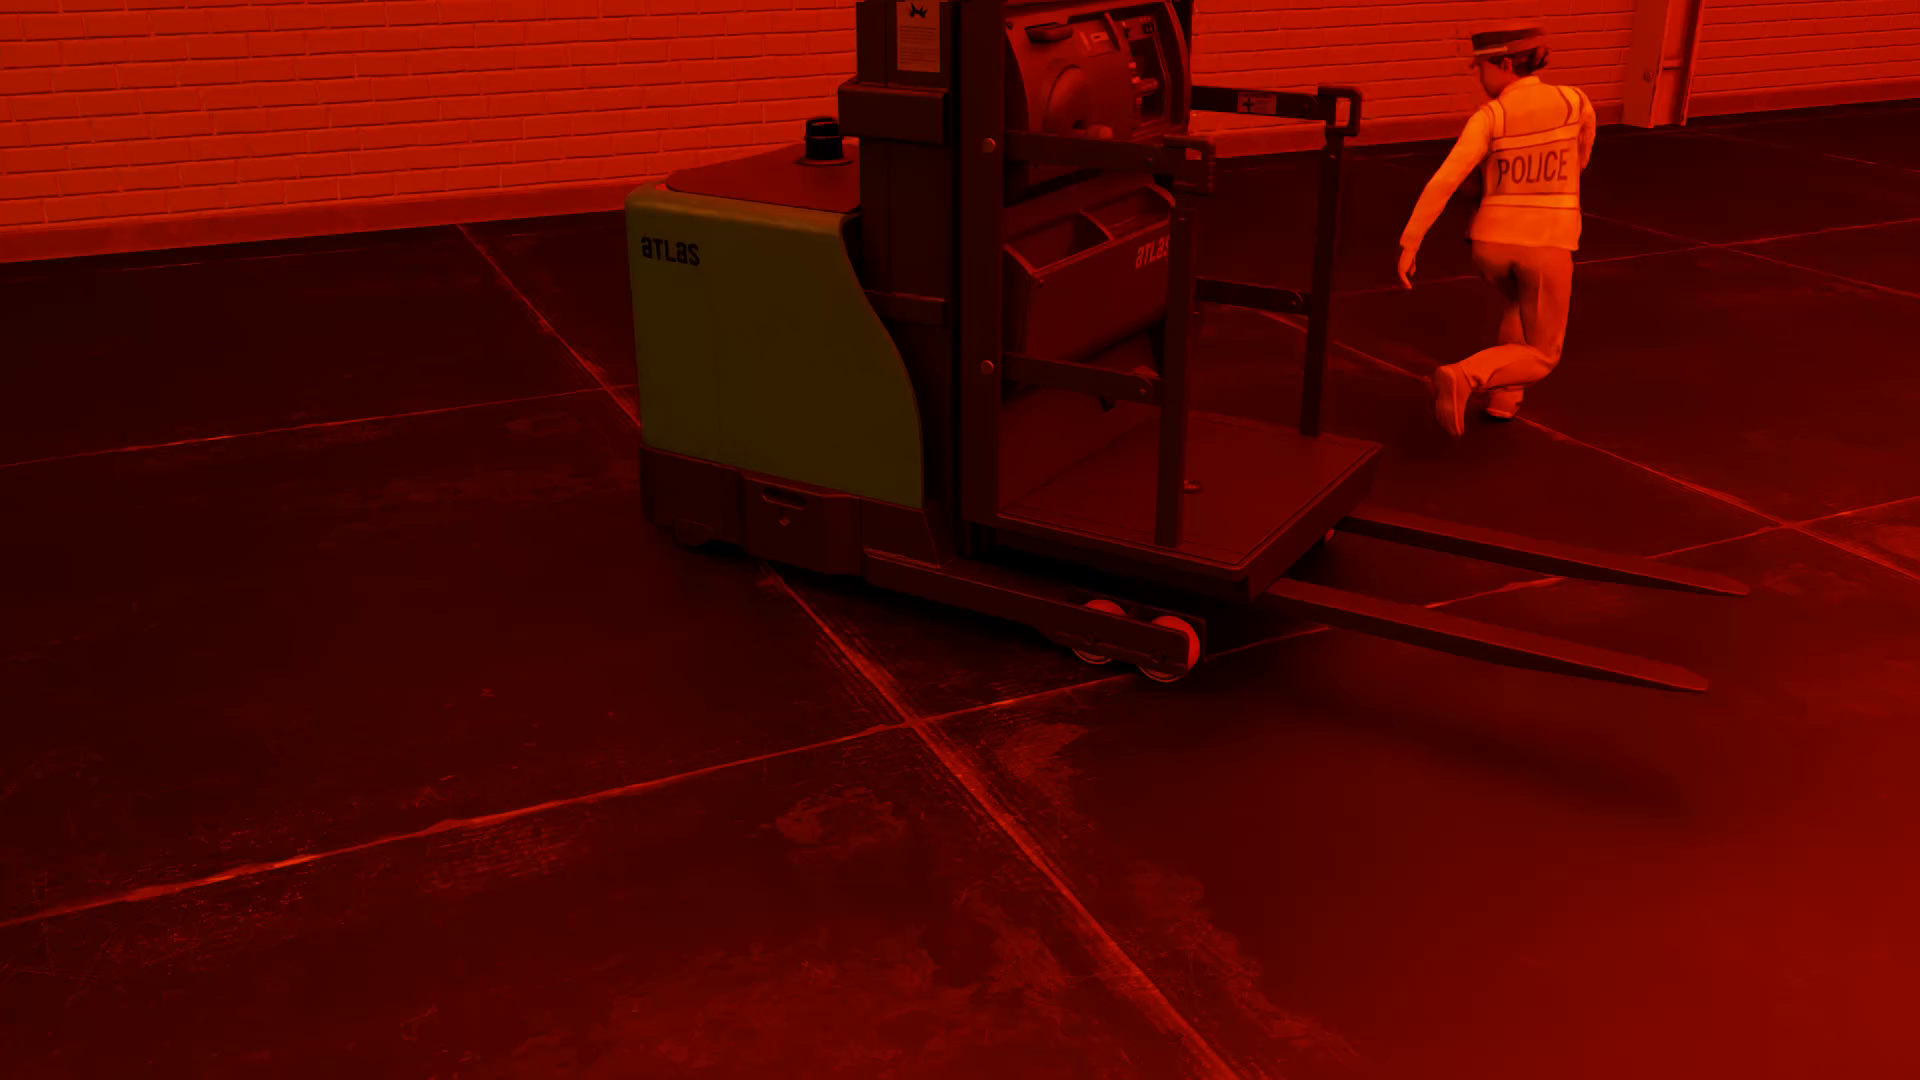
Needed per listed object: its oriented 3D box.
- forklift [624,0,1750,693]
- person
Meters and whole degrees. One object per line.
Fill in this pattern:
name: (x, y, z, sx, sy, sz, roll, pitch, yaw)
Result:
forklift: (0.550, -1.223, 4.231, 3.031, 2.935, 1.130, 13, 26, 29)
person: (1.898, -1.074, 5.896, 0.564, 1.438, 0.844, 13, 26, 28)
